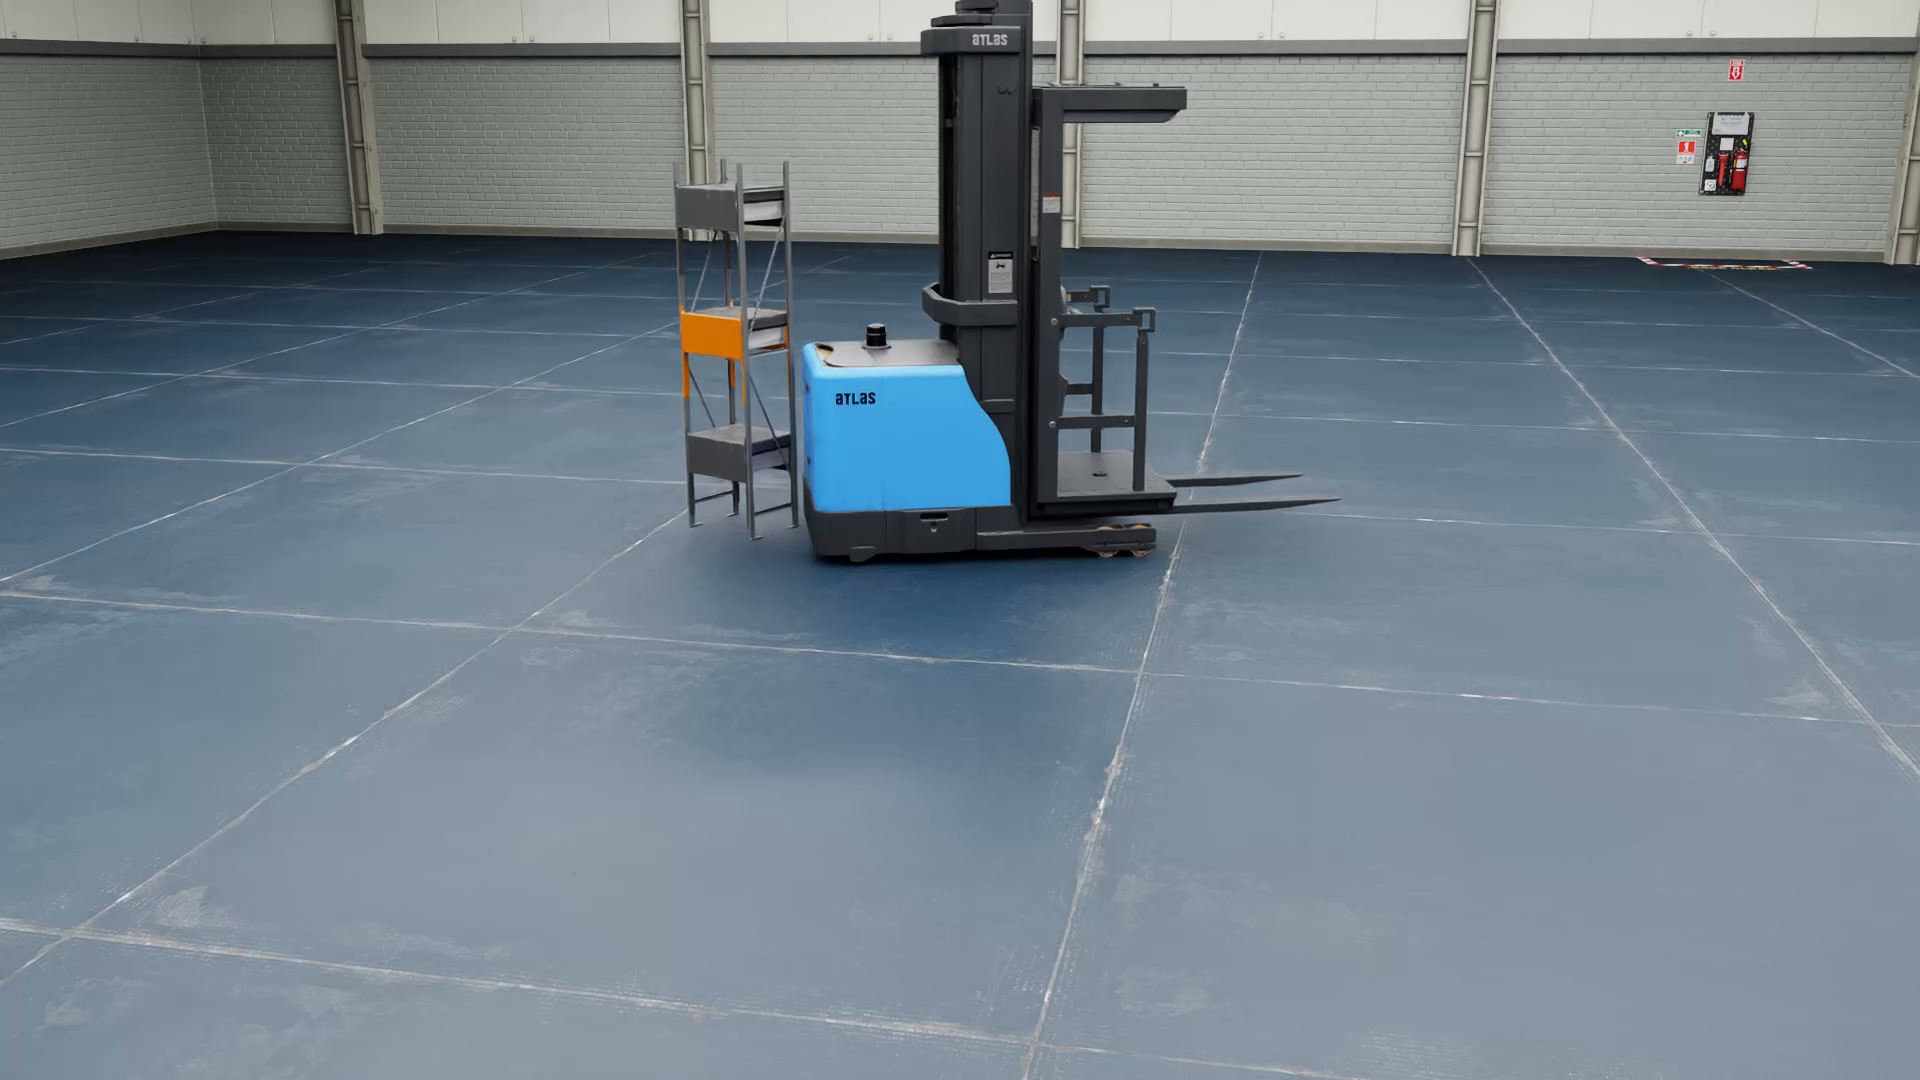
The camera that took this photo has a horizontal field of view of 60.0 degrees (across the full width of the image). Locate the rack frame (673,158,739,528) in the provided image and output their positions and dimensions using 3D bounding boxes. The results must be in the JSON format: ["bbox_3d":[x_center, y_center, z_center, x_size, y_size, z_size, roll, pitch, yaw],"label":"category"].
[{"bbox_3d":[-1.462,-1.127,9.626,0.015,2.100,0.400,12,19,36],"label":"rack frame"}]

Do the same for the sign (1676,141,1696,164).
[{"bbox_3d":[10.508,-5.612,24.065,0.234,0.329,0.001,3,16,11],"label":"sign"}]

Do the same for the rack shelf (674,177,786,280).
[{"bbox_3d":[-1.269,-1.749,9.300,0.480,0.518,0.431,12,19,36],"label":"rack shelf"}]

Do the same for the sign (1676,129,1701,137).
[{"bbox_3d":[10.510,-5.865,23.985,0.331,0.109,0.001,3,16,11],"label":"sign"}]

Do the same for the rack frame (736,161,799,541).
[{"bbox_3d":[-1.075,-1.048,9.341,0.015,2.100,0.400,12,19,36],"label":"rack frame"}]

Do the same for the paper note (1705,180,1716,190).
[{"bbox_3d":[10.869,-5.141,24.083,0.142,0.148,0.016,3,16,11],"label":"paper note"}]

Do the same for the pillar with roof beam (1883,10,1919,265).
[{"bbox_3d":[12.585,-7.162,18.489,0.400,9.000,9.100,3,16,11],"label":"pillar with roof beam"}]

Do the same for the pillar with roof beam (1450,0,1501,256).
[{"bbox_3d":[6.706,-7.481,19.641,0.400,9.000,9.100,3,16,11],"label":"pillar with roof beam"}]

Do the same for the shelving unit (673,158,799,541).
[{"bbox_3d":[-1.269,-1.087,9.483,0.503,2.100,0.431,12,19,36],"label":"shelving unit"}]

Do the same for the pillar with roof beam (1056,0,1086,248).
[{"bbox_3d":[0.826,-7.800,20.793,0.400,9.000,9.100,3,16,11],"label":"pillar with roof beam"}]

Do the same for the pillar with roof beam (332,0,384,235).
[{"bbox_3d":[-10.933,-8.438,23.098,0.400,9.000,9.100,3,16,11],"label":"pillar with roof beam"}]

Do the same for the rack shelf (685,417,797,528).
[{"bbox_3d":[-1.269,-0.399,9.674,0.480,0.518,0.431,12,19,36],"label":"rack shelf"}]

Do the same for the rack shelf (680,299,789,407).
[{"bbox_3d":[-1.269,-1.074,9.487,0.480,0.518,0.431,12,19,36],"label":"rack shelf"}]

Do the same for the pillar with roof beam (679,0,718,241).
[{"bbox_3d":[-5.054,-8.119,21.946,0.400,9.000,9.100,3,16,11],"label":"pillar with roof beam"}]

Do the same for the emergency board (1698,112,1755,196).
[{"bbox_3d":[11.029,-5.538,23.866,0.643,1.169,0.194,3,16,11],"label":"emergency board"}]

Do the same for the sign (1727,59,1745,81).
[{"bbox_3d":[11.041,-6.682,23.652,0.199,0.298,0.001,3,16,11],"label":"sign"}]

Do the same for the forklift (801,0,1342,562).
[{"bbox_3d":[0.639,-1.457,9.261,3.031,2.935,1.130,-2,16,-9],"label":"forklift"}]
